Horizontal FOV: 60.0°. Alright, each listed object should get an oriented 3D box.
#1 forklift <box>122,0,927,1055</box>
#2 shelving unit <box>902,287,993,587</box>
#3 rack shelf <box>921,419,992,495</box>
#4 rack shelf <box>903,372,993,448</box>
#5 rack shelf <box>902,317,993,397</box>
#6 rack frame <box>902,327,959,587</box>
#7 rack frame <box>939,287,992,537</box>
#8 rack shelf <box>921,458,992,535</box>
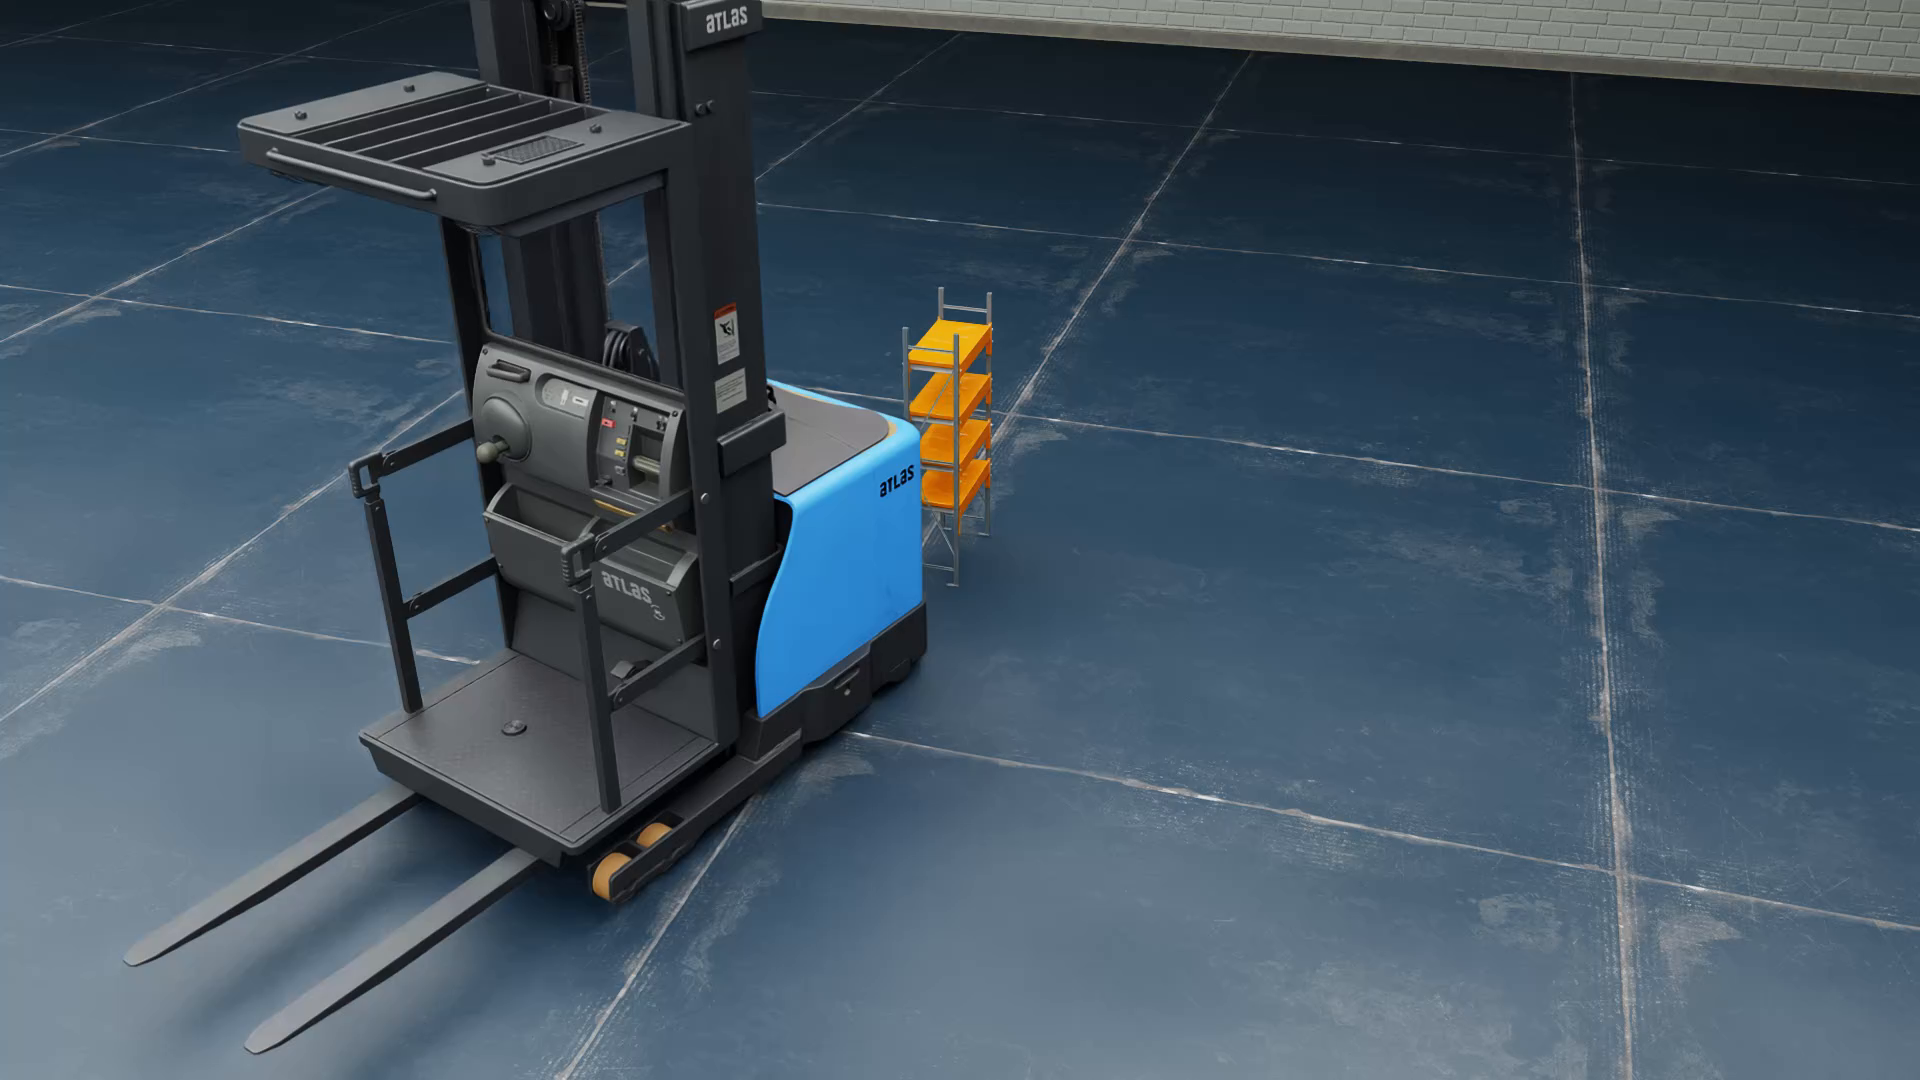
[{"bbox_3d":[-1.391,-0.332,5.332,1.130,2.935,3.031,19,34,30],"label":"forklift"},{"bbox_3d":[-0.049,-0.447,7.320,0.258,1.200,0.503,8,30,15],"label":"shelving unit"},{"bbox_3d":[-0.049,-0.389,7.353,0.258,0.148,0.480,8,30,15],"label":"rack shelf"},{"bbox_3d":[-0.049,-0.584,7.244,0.258,0.148,0.480,8,30,15],"label":"rack shelf"},{"bbox_3d":[-0.049,-0.791,7.129,0.258,0.148,0.480,8,30,15],"label":"rack shelf"},{"bbox_3d":[-0.120,-0.334,7.116,0.240,1.200,0.015,8,30,15],"label":"rack frame"},{"bbox_3d":[0.023,-0.561,7.524,0.240,1.200,0.015,8,30,15],"label":"rack frame"},{"bbox_3d":[-0.049,-0.215,7.449,0.258,0.148,0.480,8,30,15],"label":"rack shelf"}]
